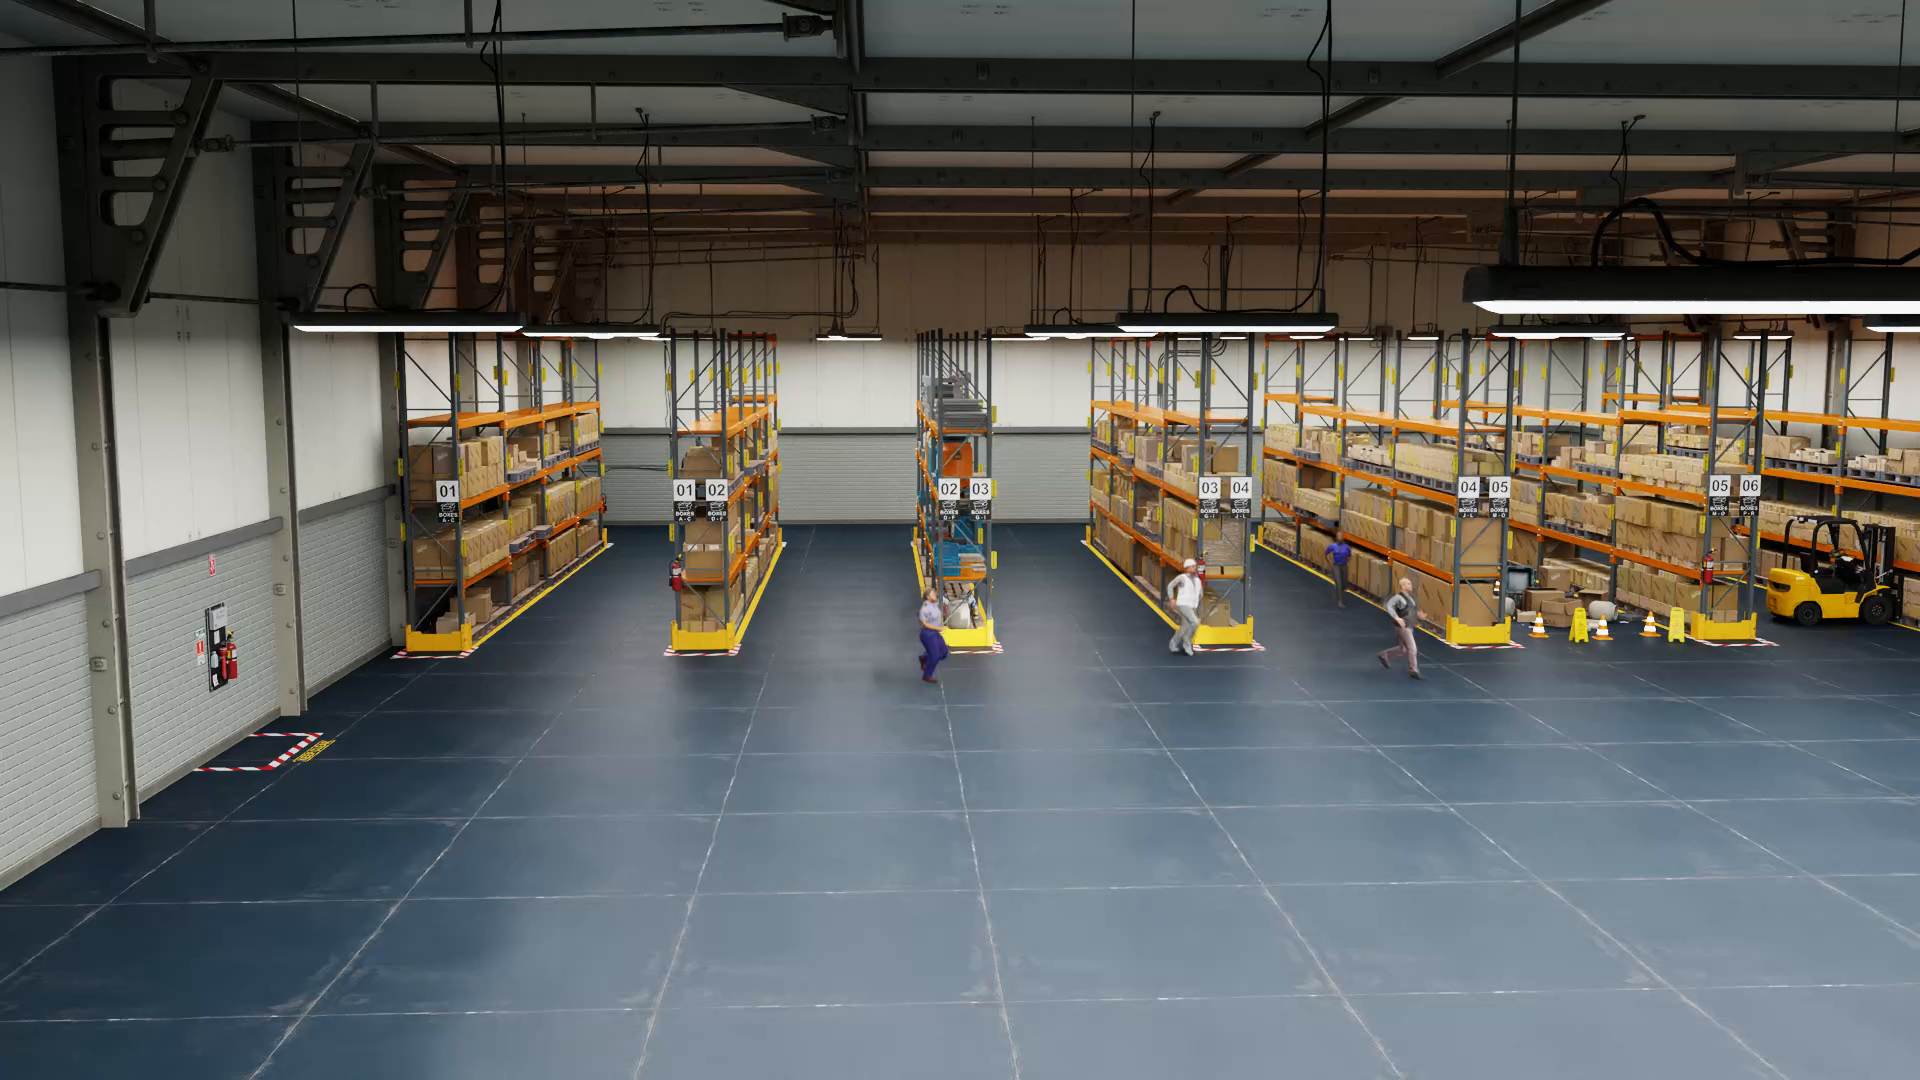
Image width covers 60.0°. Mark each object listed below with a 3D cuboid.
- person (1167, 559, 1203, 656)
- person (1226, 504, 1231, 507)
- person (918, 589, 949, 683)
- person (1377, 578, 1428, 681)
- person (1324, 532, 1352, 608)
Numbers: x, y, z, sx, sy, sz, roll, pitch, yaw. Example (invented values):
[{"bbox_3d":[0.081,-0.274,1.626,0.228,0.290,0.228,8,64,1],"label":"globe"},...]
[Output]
[{"bbox_3d":[4.241,1.225,30.784,0.641,1.735,0.701,-6,9,-40],"label":"person"},{"bbox_3d":[7.405,-0.620,47.173,0.588,1.598,0.666,0,7,2],"label":"person"},{"bbox_3d":[-0.477,1.625,28.243,0.574,1.589,0.629,2,7,19],"label":"person"},{"bbox_3d":[7.607,1.516,28.562,0.928,1.727,0.663,5,8,35],"label":"person"},{"bbox_3d":[8.275,0.633,36.325,0.588,1.624,0.831,-1,7,-8],"label":"person"}]
